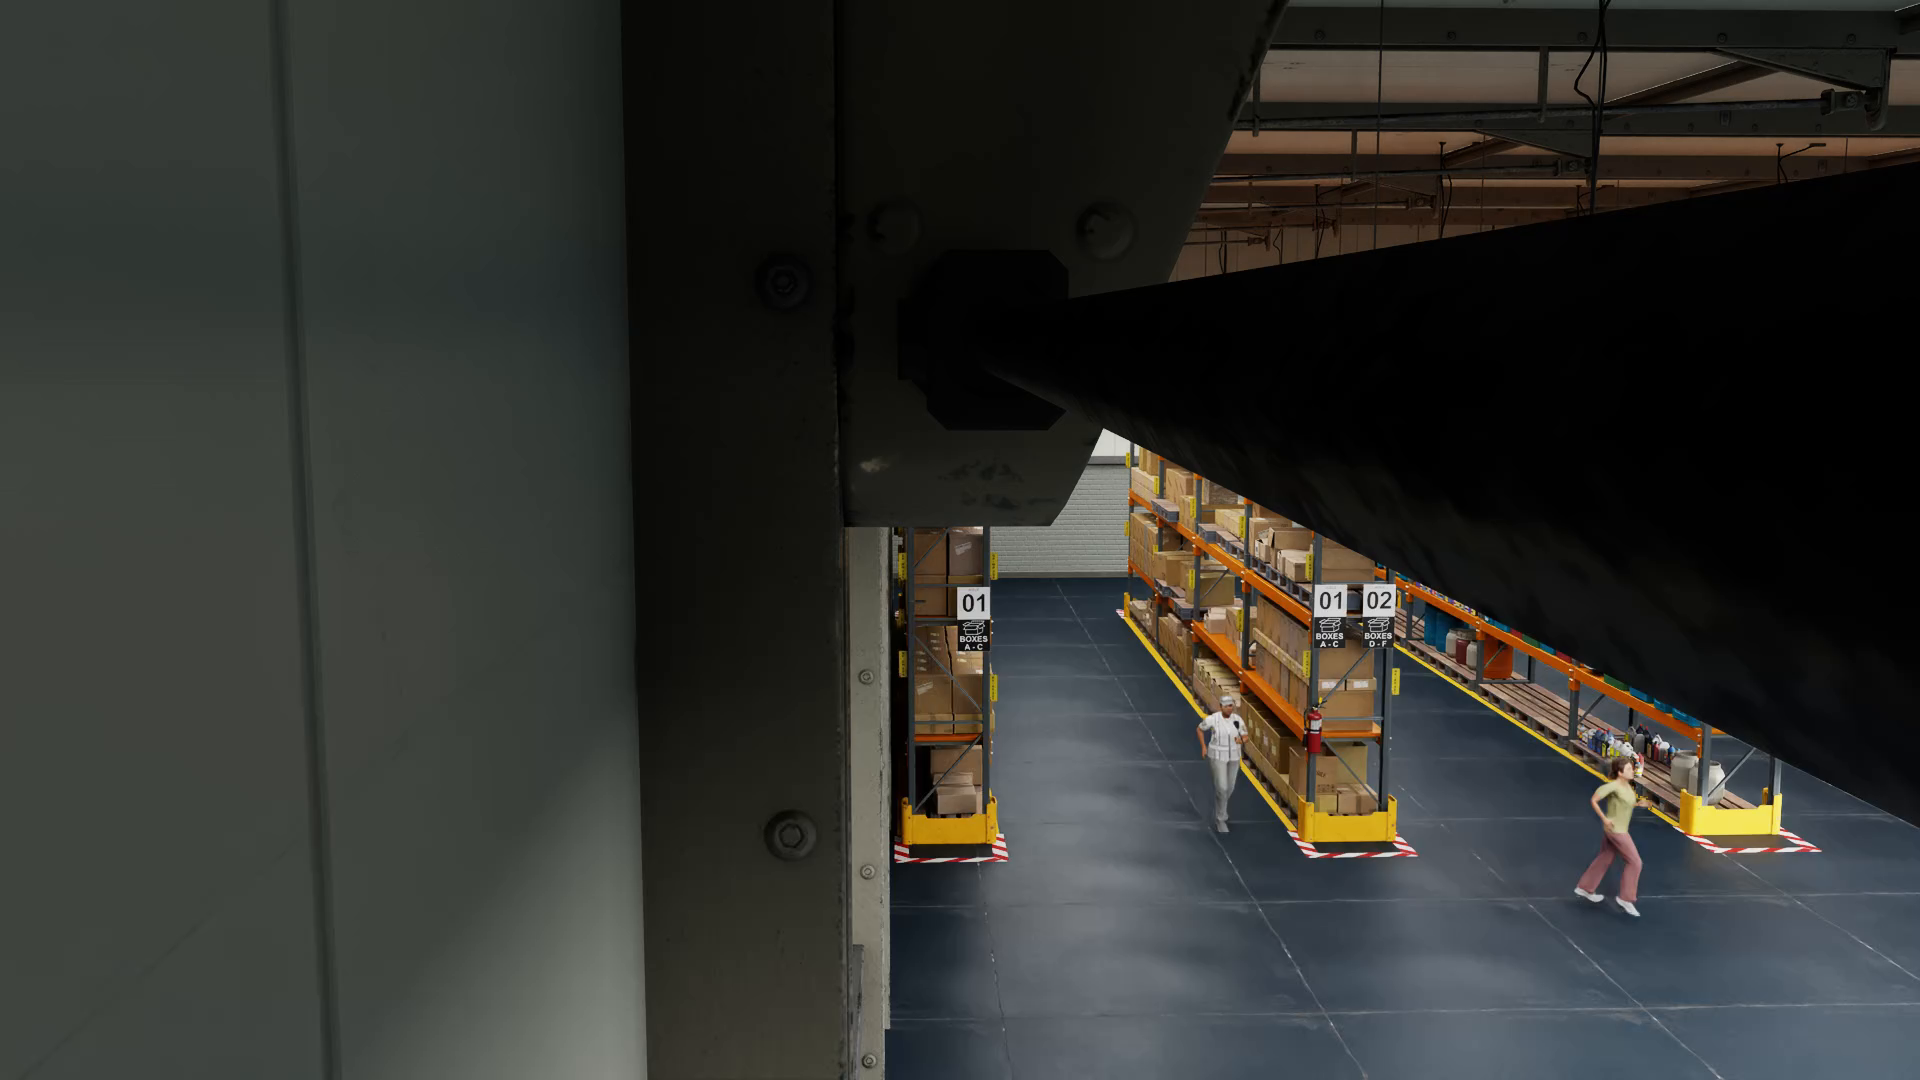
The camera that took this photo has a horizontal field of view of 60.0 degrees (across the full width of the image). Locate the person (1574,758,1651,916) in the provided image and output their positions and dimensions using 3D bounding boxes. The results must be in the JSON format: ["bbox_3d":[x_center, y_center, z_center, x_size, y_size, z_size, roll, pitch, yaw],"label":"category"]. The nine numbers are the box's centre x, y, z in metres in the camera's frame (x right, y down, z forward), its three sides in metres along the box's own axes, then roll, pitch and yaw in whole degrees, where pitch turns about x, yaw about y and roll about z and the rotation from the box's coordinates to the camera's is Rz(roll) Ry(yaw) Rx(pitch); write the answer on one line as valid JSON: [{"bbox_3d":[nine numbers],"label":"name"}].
[{"bbox_3d":[7.131,3.207,18.127,0.715,1.725,0.546,4,8,28],"label":"person"}]

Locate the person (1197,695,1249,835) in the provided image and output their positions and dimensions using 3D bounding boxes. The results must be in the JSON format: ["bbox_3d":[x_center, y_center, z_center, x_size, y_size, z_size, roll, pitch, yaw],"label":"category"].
[{"bbox_3d":[3.350,2.814,21.093,0.580,1.728,0.750,-2,8,-14],"label":"person"}]
